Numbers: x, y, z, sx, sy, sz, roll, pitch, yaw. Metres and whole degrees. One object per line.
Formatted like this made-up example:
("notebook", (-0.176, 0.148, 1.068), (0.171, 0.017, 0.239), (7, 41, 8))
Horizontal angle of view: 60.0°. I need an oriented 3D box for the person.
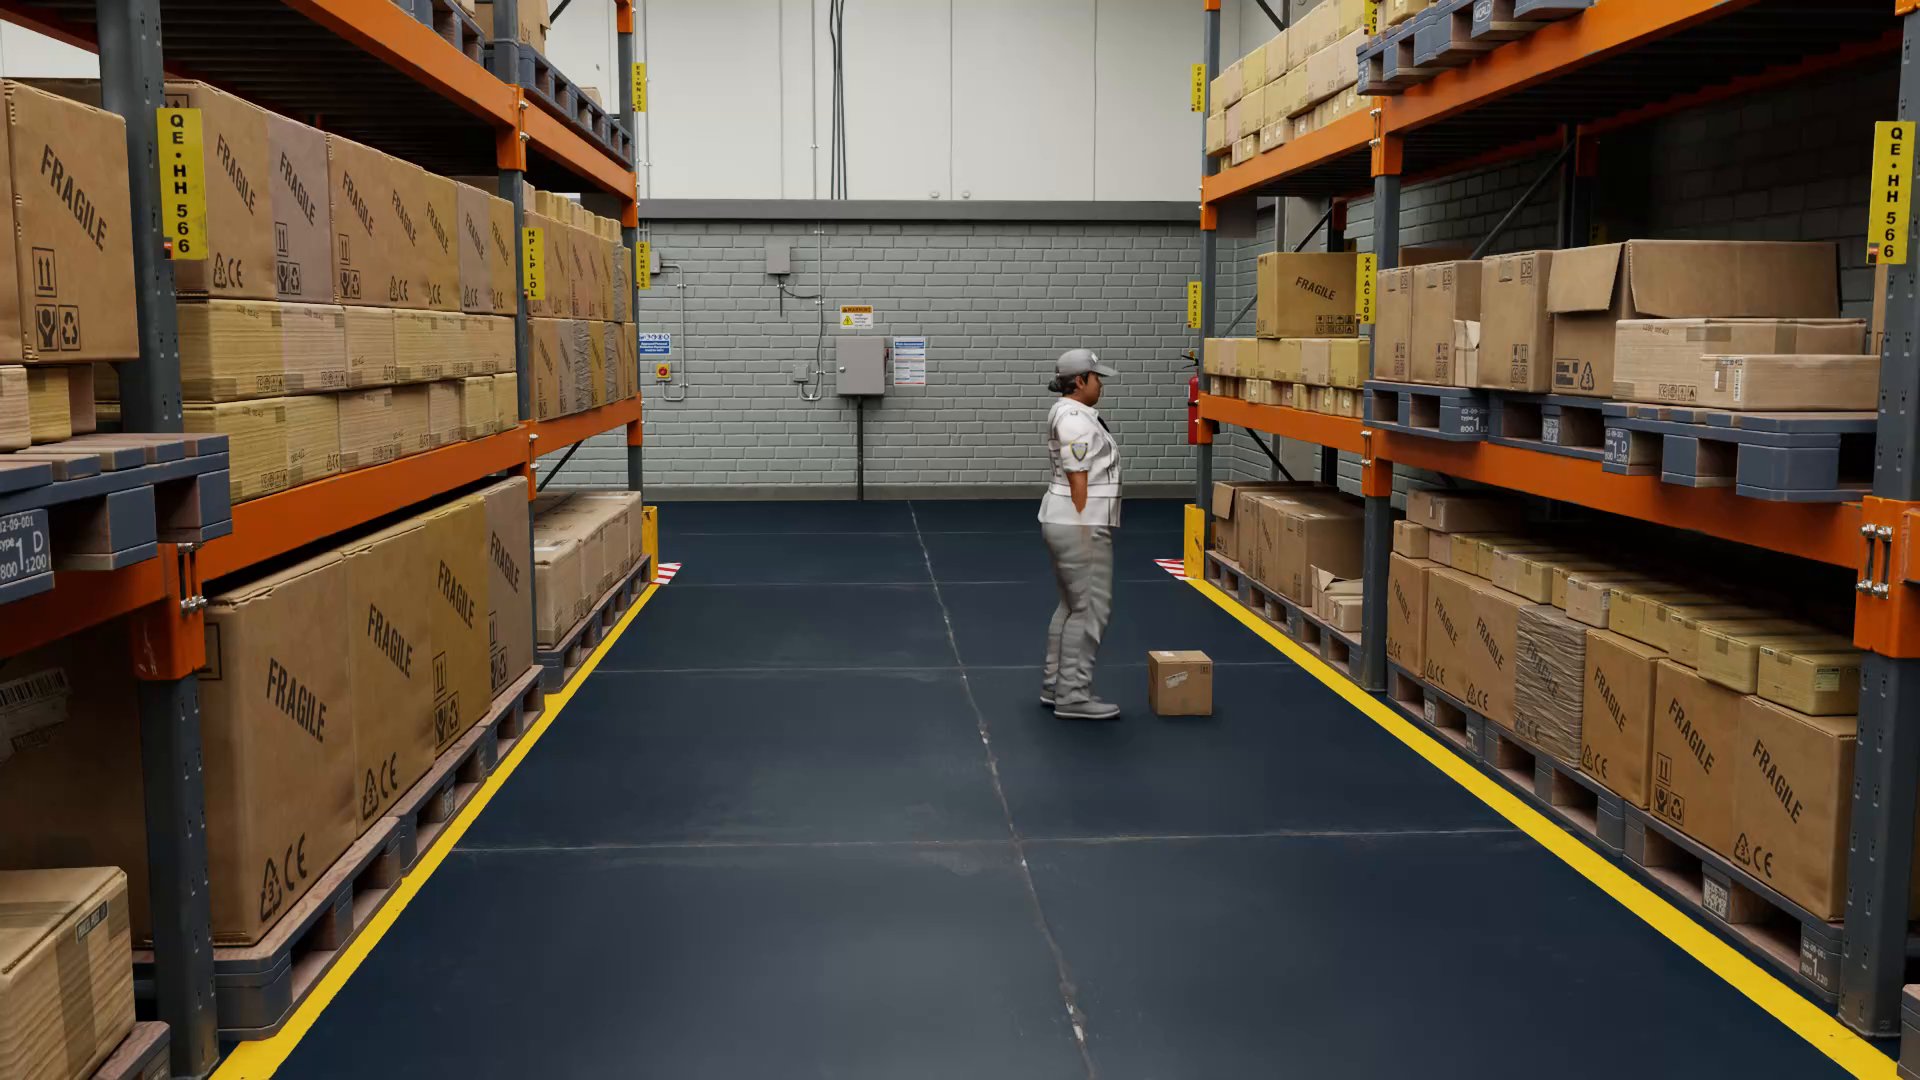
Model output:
("person", (0.552, -0.031, 7.561), (0.391, 1.669, 0.464), (0, 7, -2))
